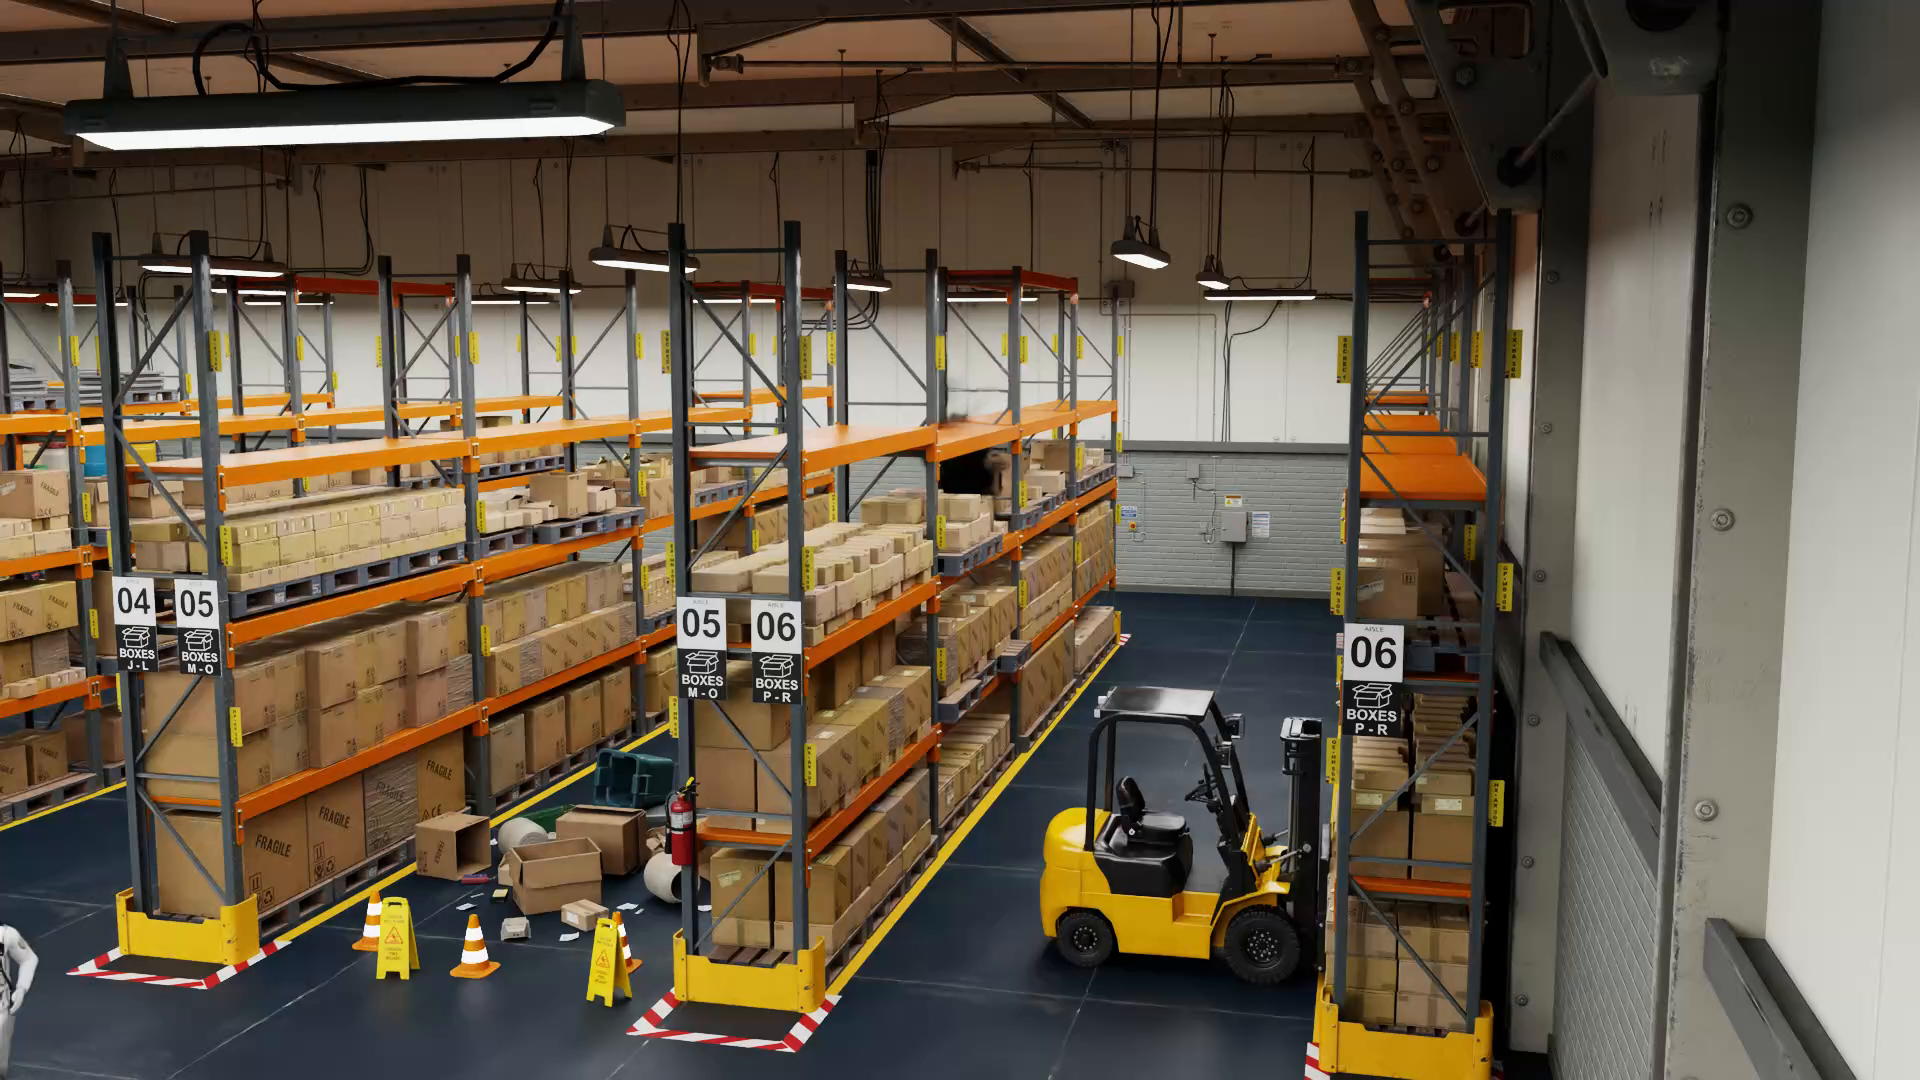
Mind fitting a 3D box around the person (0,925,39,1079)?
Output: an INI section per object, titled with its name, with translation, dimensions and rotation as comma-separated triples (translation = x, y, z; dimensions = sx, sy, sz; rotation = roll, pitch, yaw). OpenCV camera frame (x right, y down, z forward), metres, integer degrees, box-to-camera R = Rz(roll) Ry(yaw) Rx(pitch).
[person]
translation = -6.314, 3.050, 10.787
dimensions = 0.622, 1.679, 0.695
rotation = -4, 8, -28
